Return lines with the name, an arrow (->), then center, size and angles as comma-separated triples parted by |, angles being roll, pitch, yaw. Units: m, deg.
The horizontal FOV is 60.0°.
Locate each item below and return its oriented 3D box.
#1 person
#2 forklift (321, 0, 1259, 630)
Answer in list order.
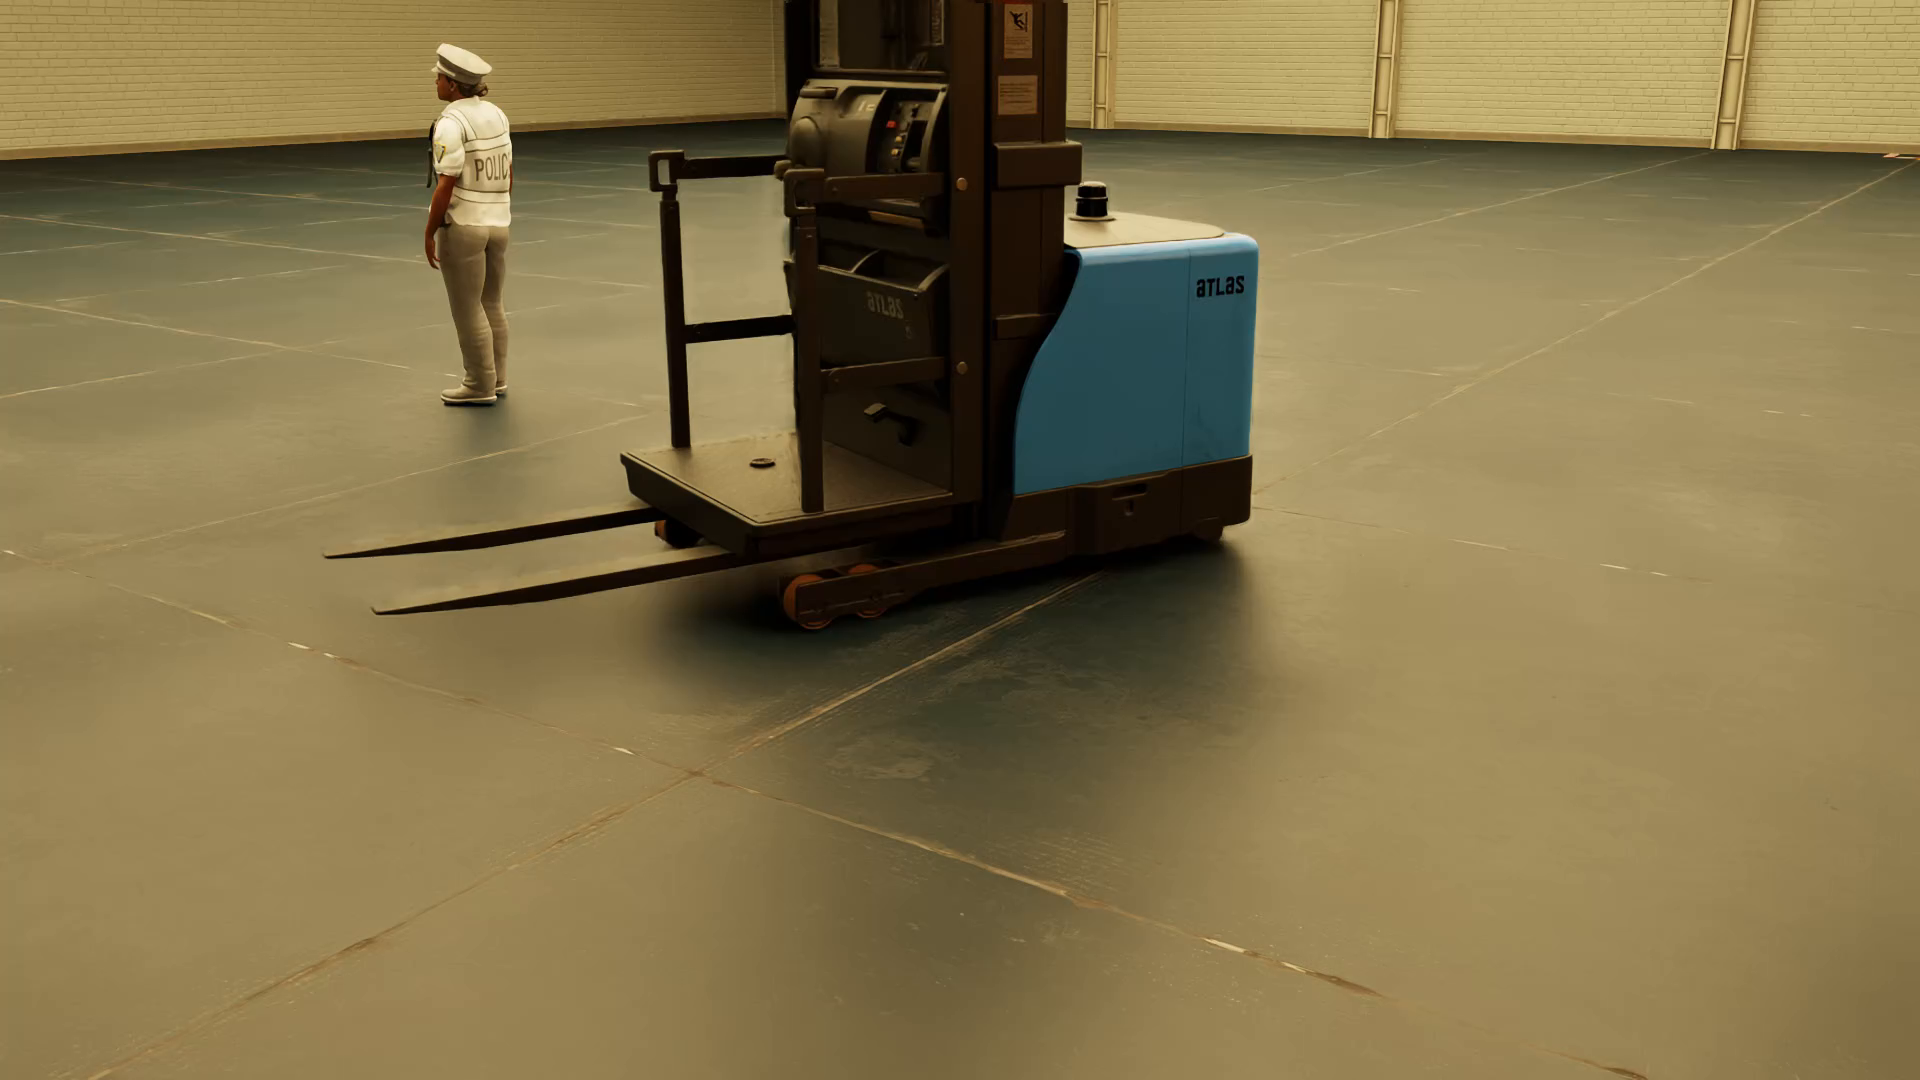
person -> -2.392, -1.500, 7.981 | 0.530, 1.695, 0.570 | 7, 18, 22
forklift -> -0.481, -1.304, 5.195 | 3.031, 2.935, 1.130 | -10, 19, -31
